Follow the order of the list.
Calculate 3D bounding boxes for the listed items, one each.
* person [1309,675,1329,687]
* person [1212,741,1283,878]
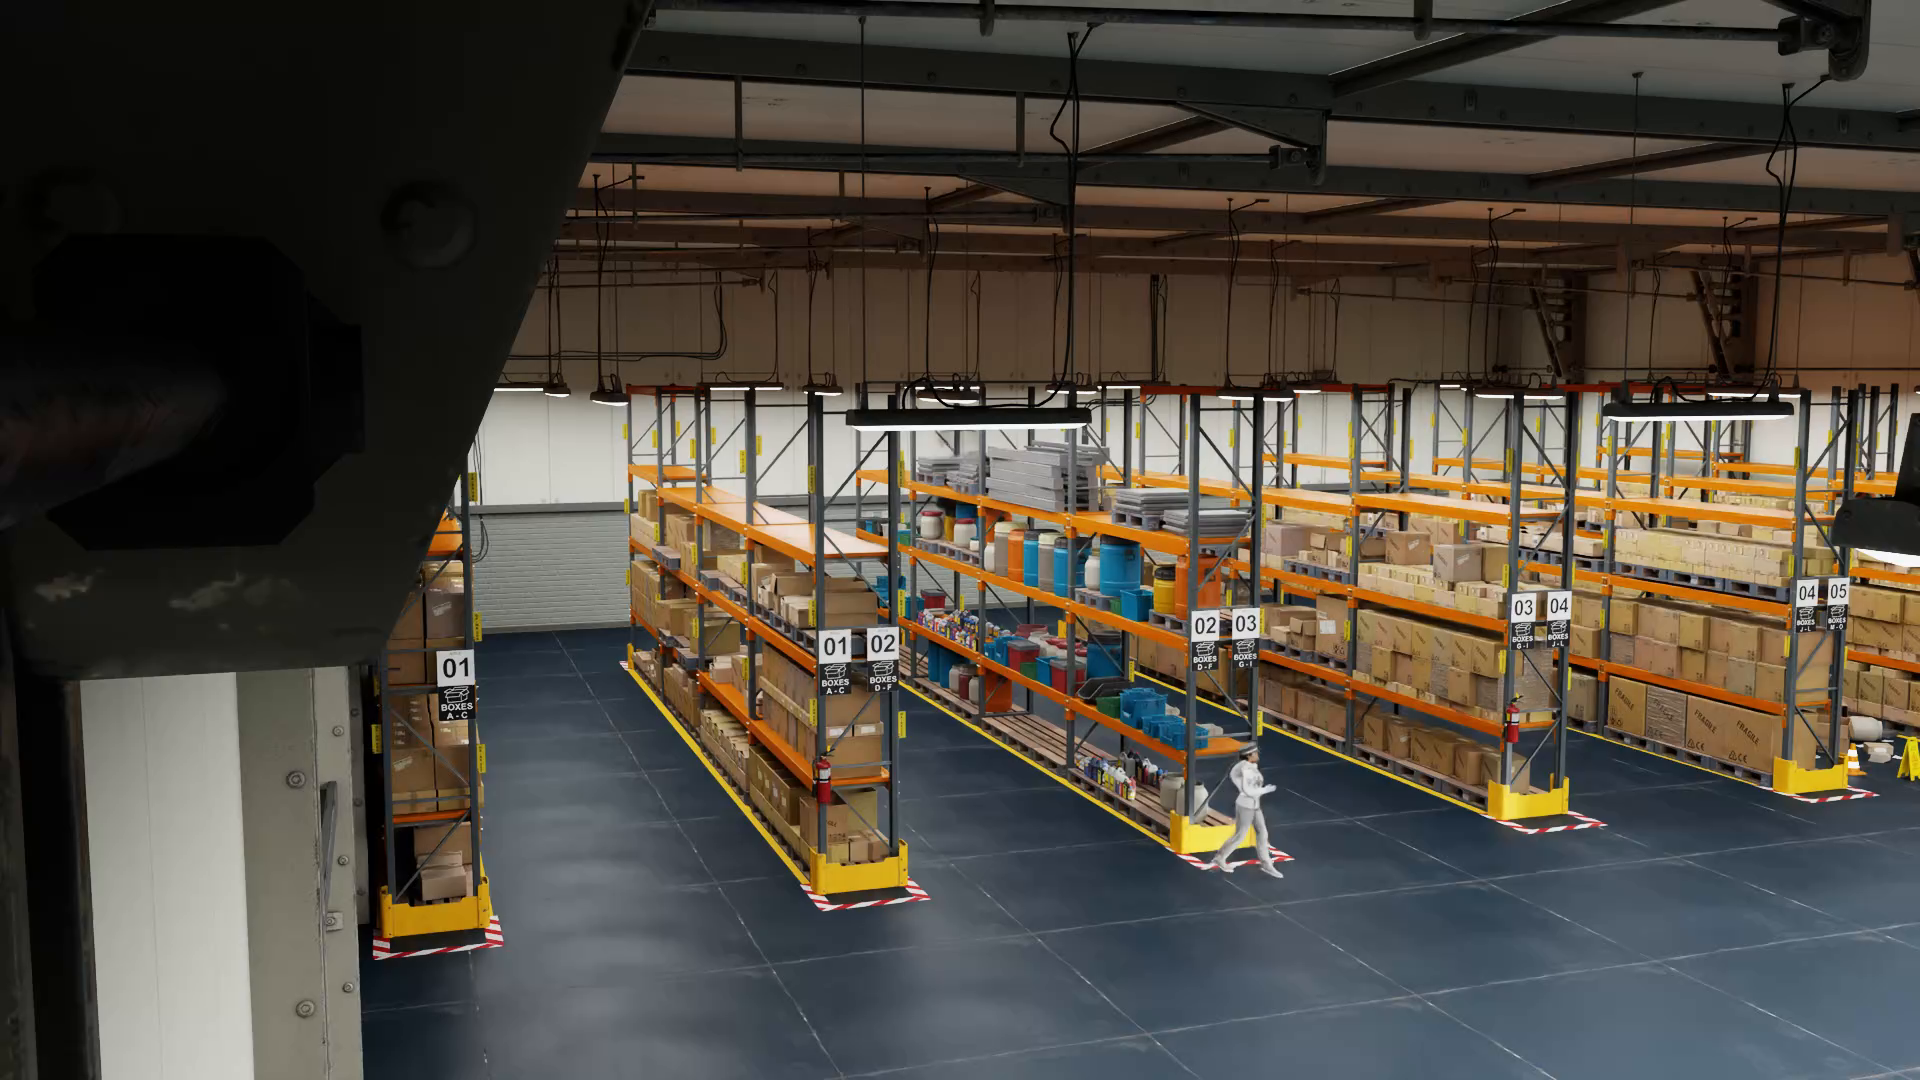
[{"bbox_3d":[7.087,2.239,32.344,0.665,1.575,1.005,-1,6,-13],"label":"person"},{"bbox_3d":[3.578,3.334,20.641,0.870,1.711,0.611,2,6,16],"label":"person"}]
